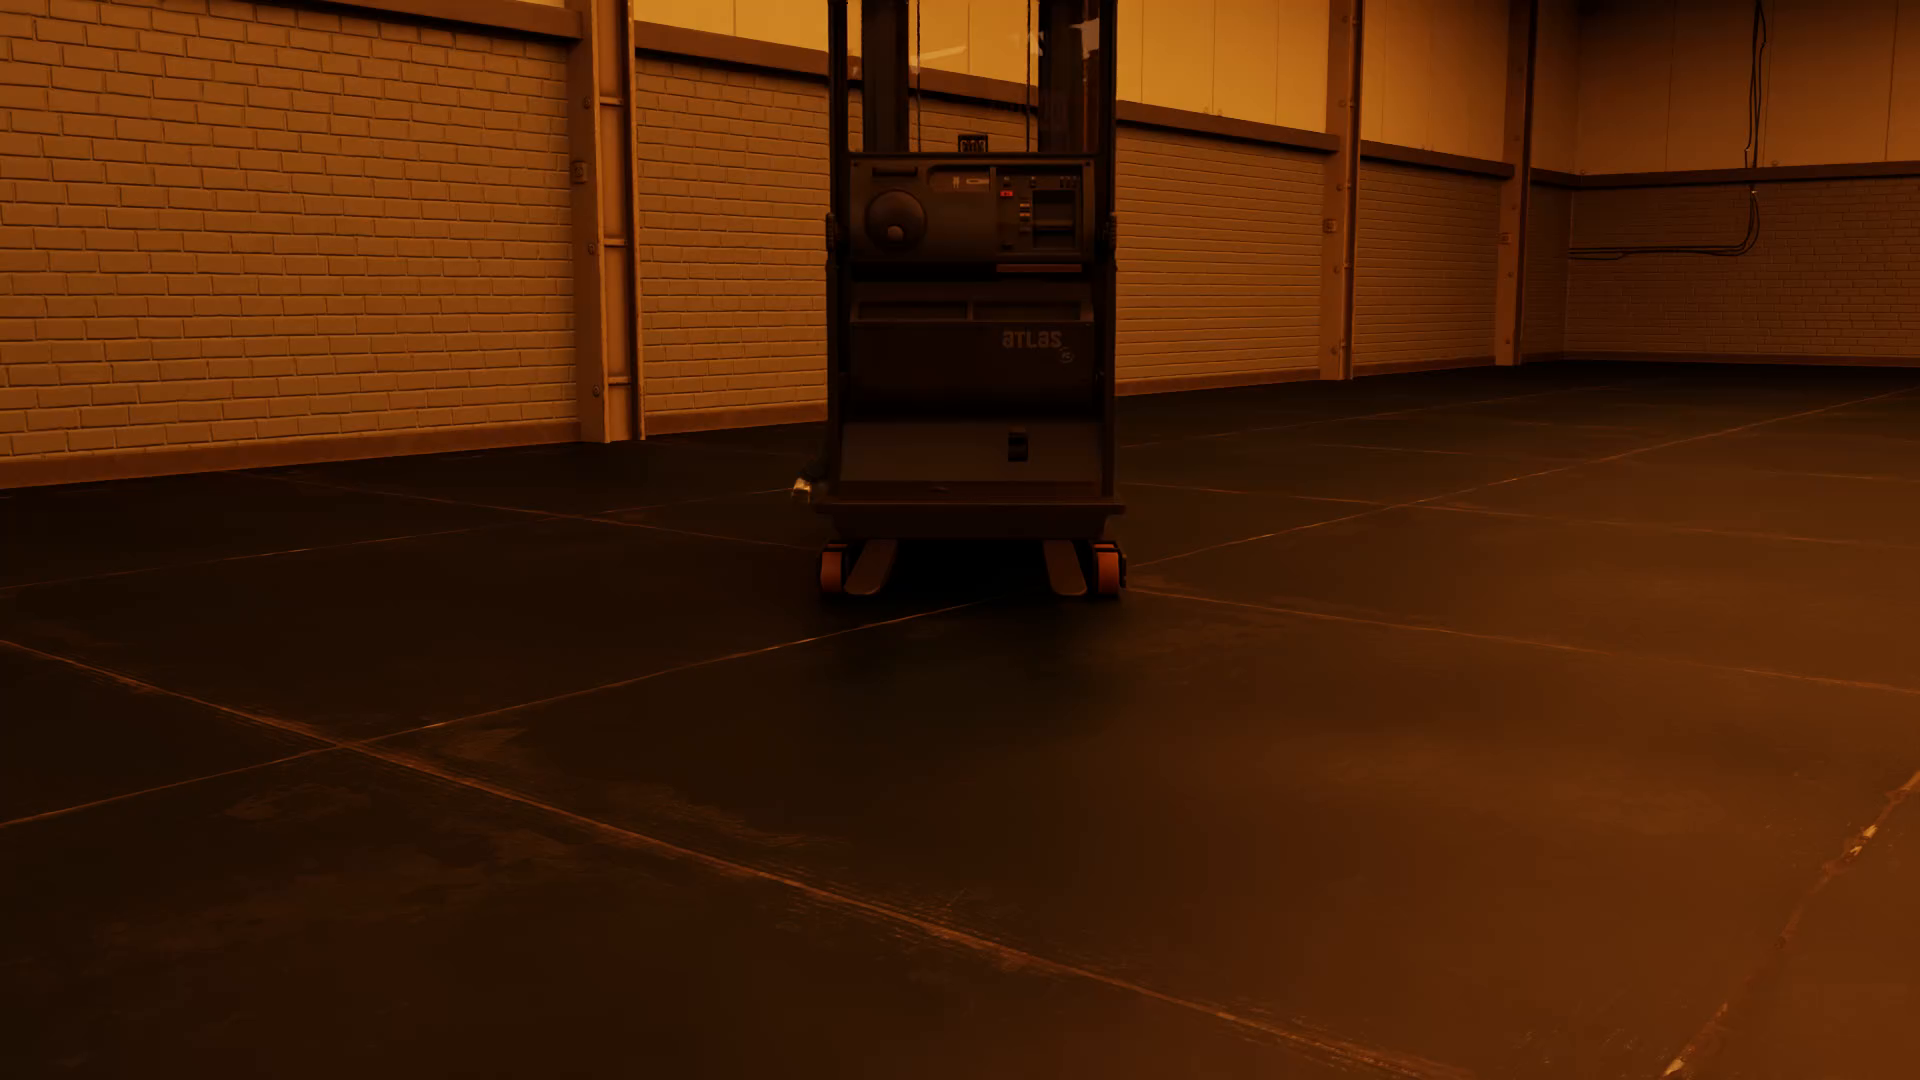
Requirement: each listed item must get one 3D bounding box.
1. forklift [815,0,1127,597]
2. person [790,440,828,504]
[{"bbox_3d":[0.043,-1.292,6.108,1.130,2.935,3.031,0,8,1],"label":"forklift"},{"bbox_3d":[-0.295,-0.840,8.387,1.122,1.392,0.761,8,12,44],"label":"person"}]
